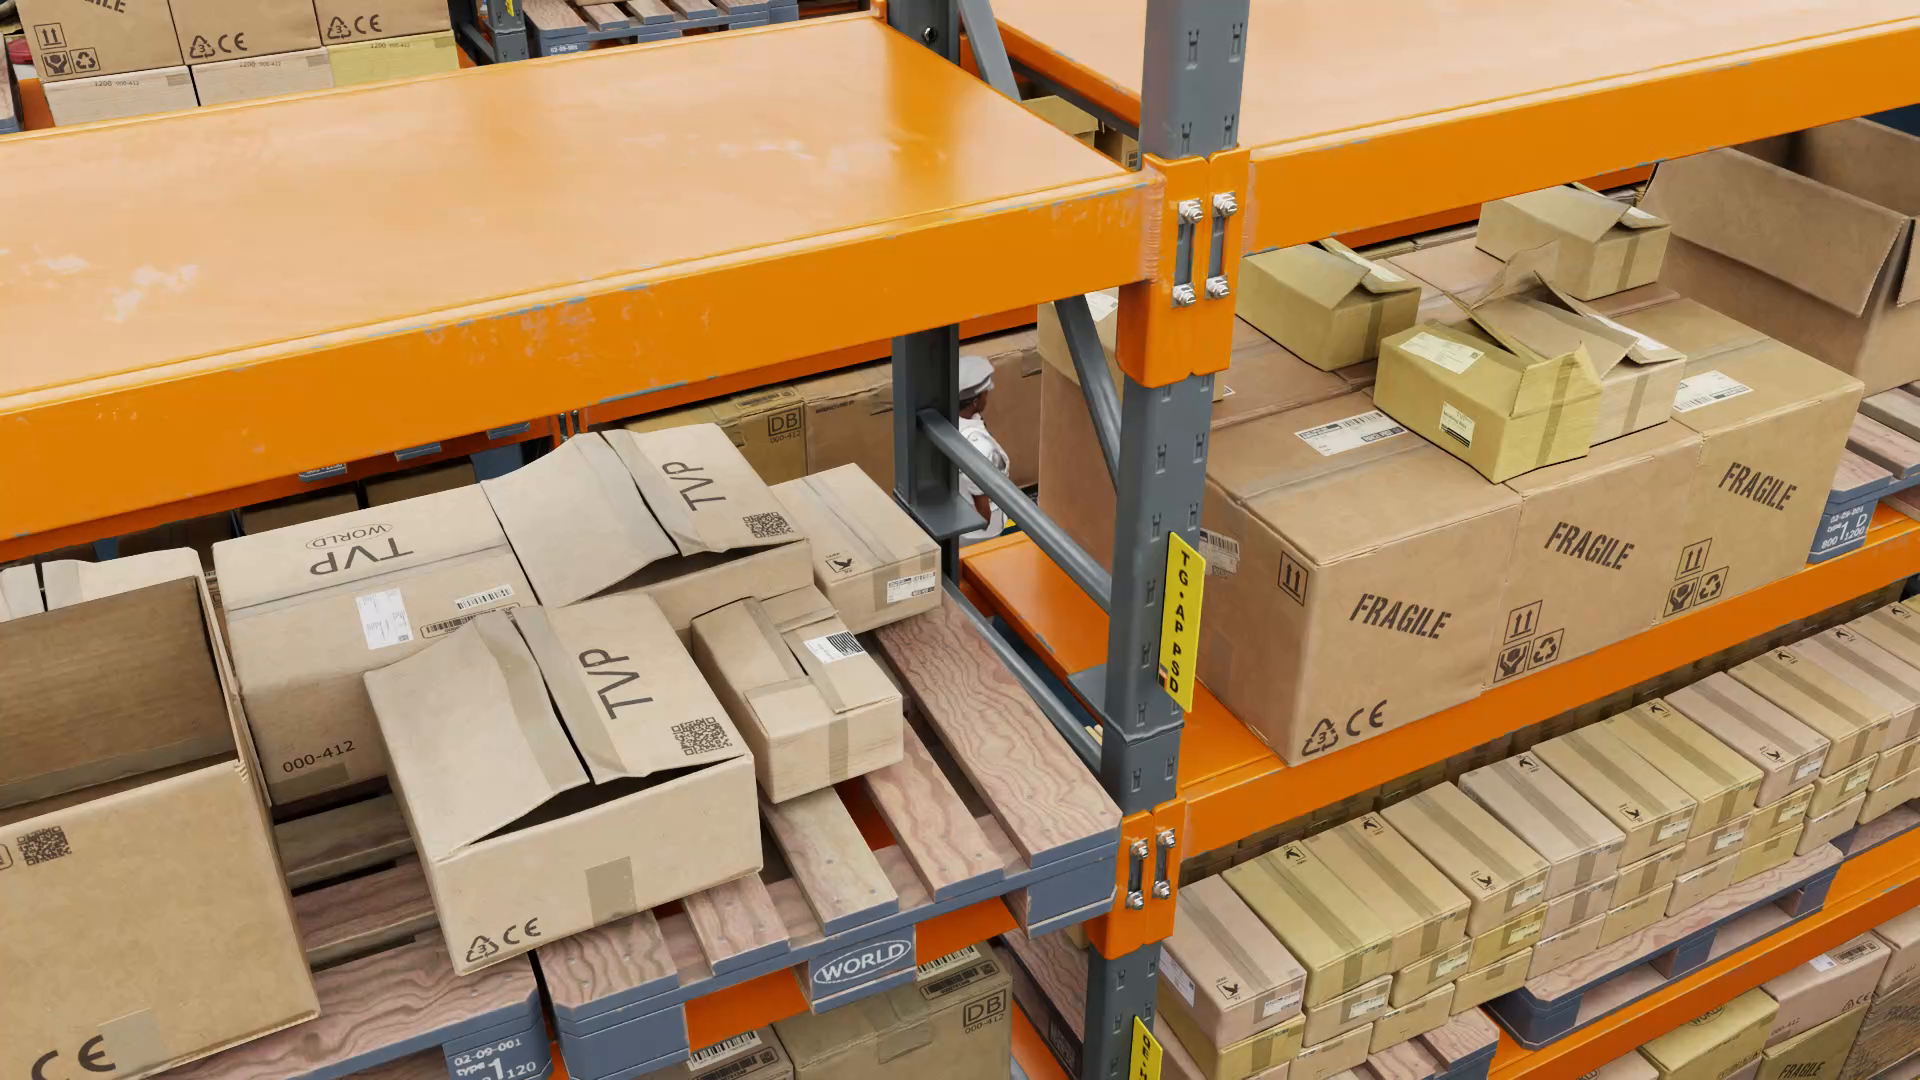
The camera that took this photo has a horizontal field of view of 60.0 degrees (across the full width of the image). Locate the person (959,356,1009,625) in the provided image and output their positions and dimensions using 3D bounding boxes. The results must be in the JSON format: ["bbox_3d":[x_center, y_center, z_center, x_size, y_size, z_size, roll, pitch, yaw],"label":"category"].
[{"bbox_3d":[0.043,-0.072,7.720,0.341,1.672,0.437,-15,36,-22],"label":"person"}]
